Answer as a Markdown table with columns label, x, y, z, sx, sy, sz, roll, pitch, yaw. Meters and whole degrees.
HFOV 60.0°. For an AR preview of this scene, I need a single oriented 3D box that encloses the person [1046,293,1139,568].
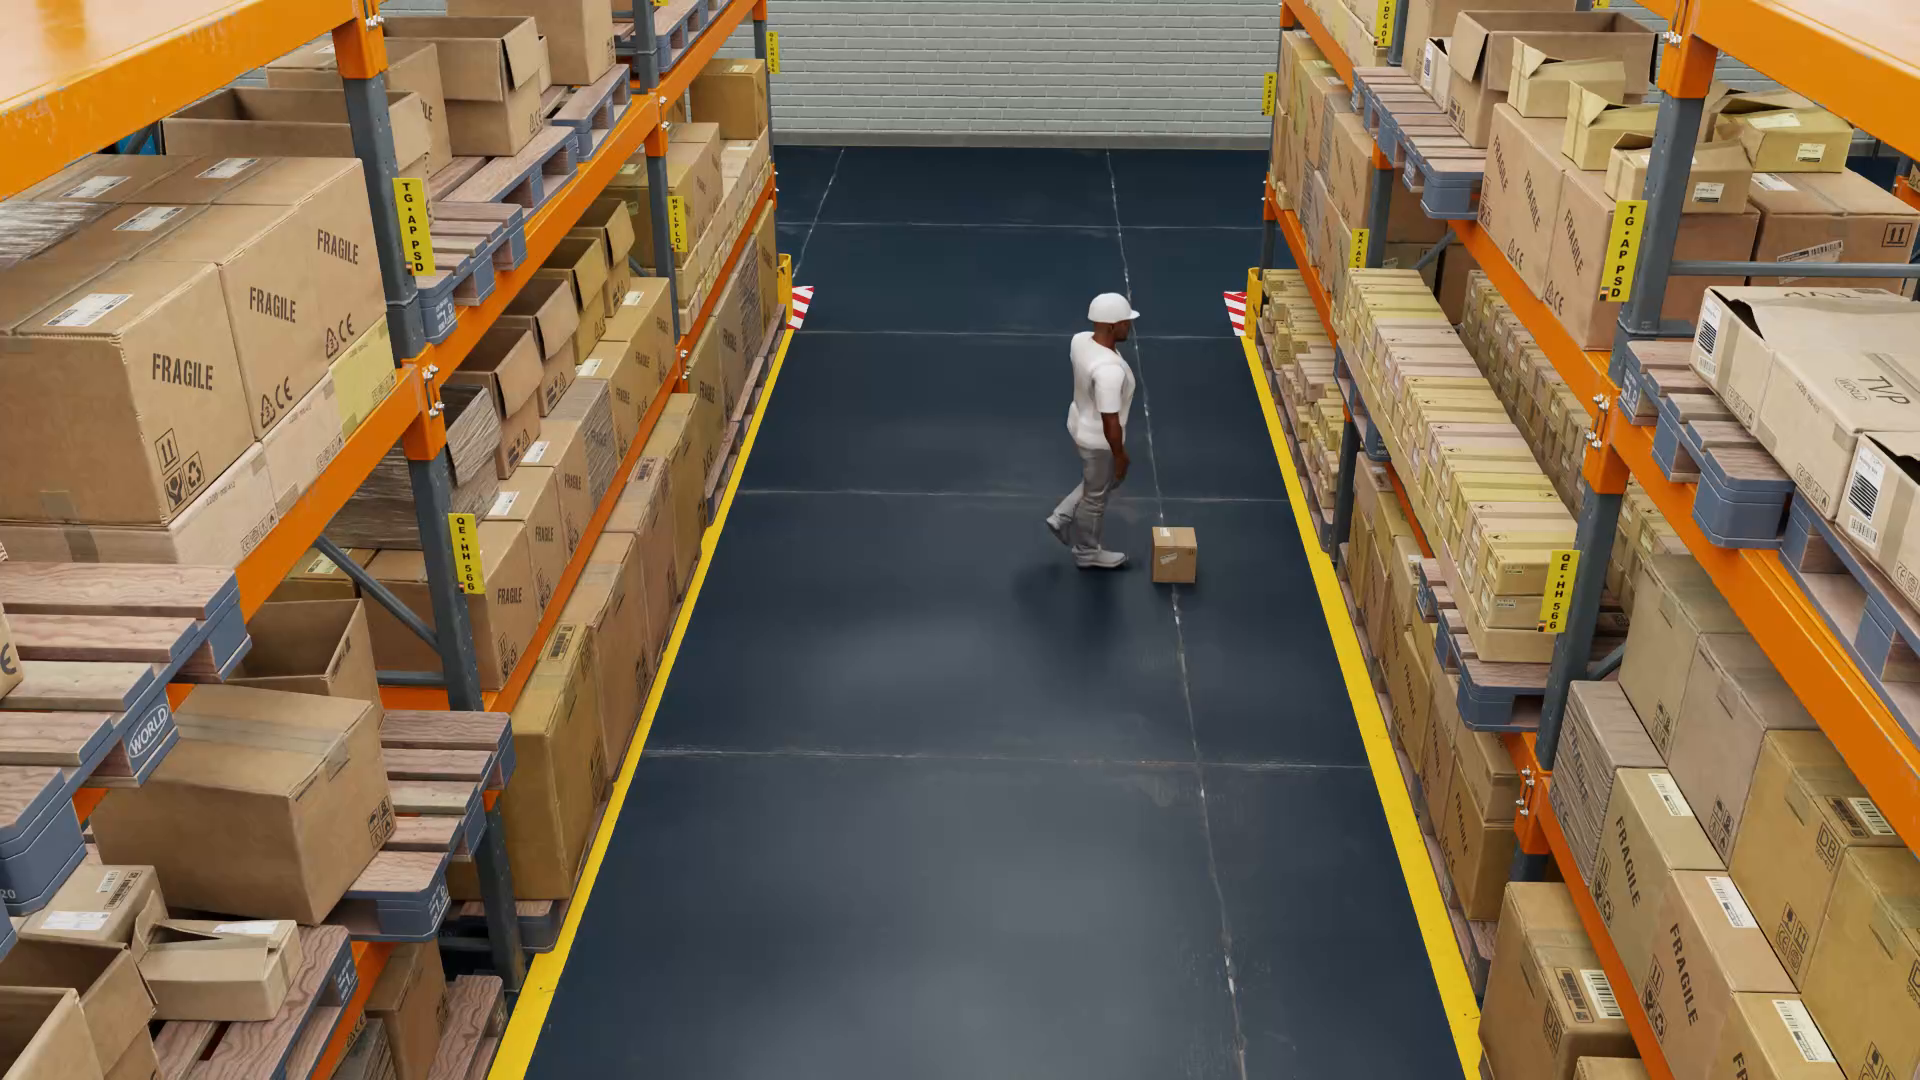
| label | x | y | z | sx | sy | sz | roll | pitch | yaw |
| --- | --- | --- | --- | --- | --- | --- | --- | --- | --- |
| person | 0.793 | -0.607 | 9.707 | 0.497 | 1.763 | 0.645 | -5 | 28 | -9 |
